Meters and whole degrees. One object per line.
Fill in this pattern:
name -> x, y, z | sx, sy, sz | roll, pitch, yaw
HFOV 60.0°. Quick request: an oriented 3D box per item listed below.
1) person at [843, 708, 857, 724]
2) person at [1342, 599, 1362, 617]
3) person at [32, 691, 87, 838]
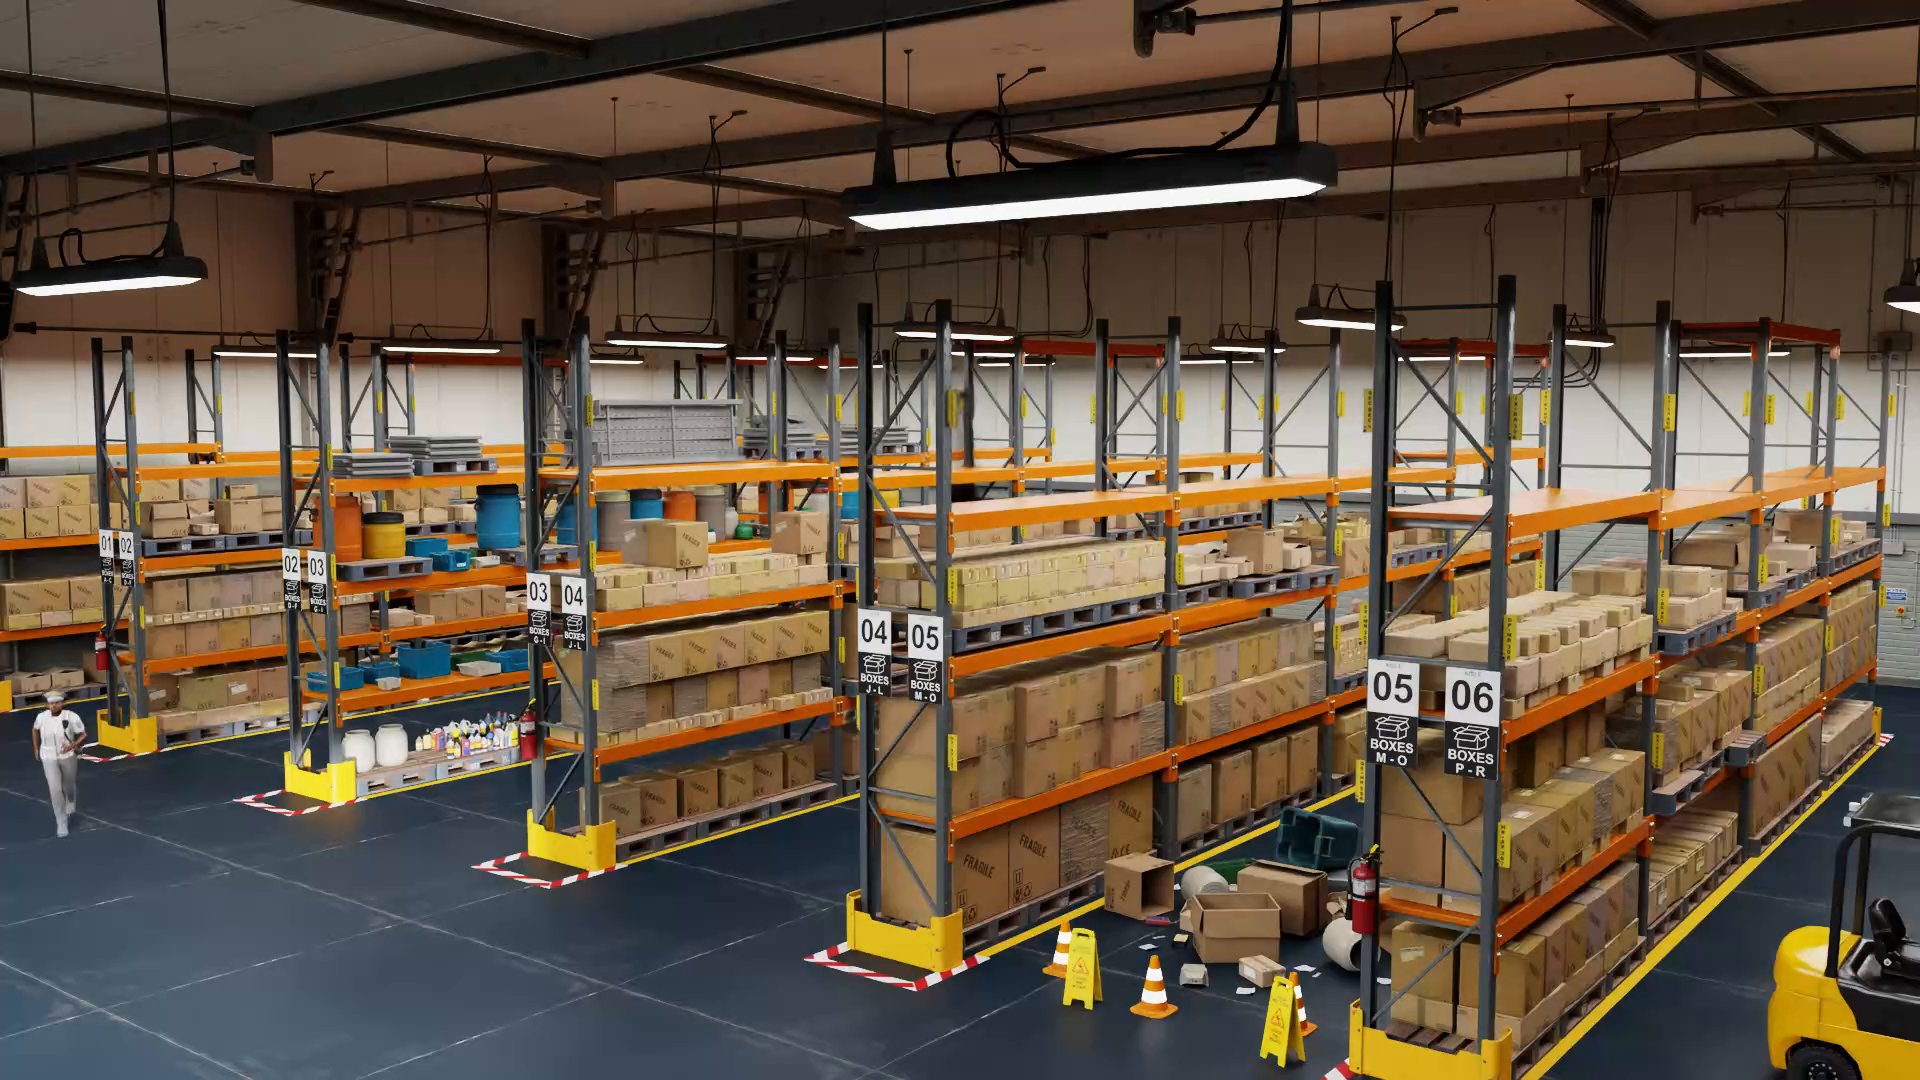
person -> -1.636, 2.146, 24.431 | 0.654, 1.811, 0.991 | 3, 6, 33
person -> 6.557, 1.877, 27.465 | 0.718, 1.842, 0.942 | 4, 7, 41
person -> -10.720, 2.609, 19.815 | 0.600, 1.690, 0.957 | -2, 5, -21
